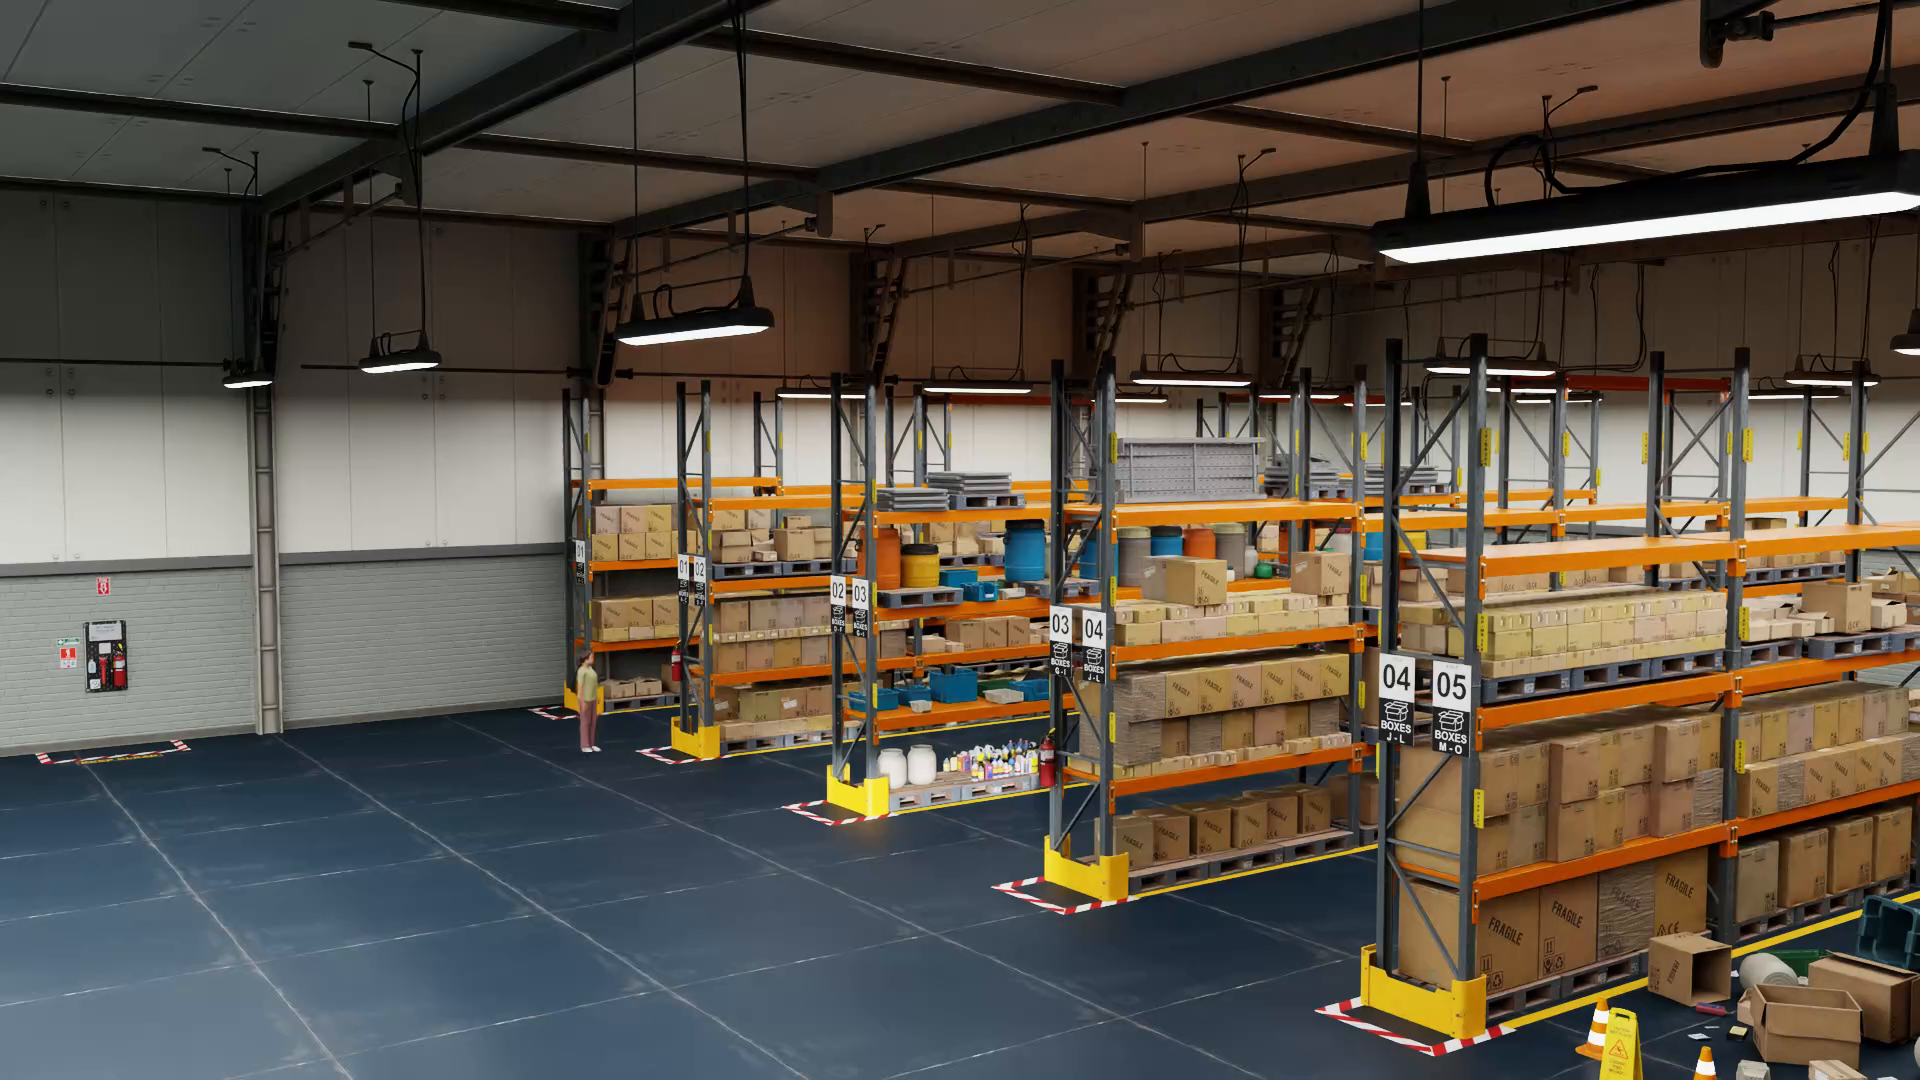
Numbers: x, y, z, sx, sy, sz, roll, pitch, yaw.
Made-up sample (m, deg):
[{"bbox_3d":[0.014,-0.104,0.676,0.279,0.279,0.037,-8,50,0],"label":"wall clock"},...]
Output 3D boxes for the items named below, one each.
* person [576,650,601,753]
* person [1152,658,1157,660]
[{"bbox_3d":[-6.023,2.605,26.898,0.325,1.677,0.495,1,4,18],"label":"person"},{"bbox_3d":[3.254,2.386,29.775,0.623,1.741,0.392,-2,4,-33],"label":"person"}]
